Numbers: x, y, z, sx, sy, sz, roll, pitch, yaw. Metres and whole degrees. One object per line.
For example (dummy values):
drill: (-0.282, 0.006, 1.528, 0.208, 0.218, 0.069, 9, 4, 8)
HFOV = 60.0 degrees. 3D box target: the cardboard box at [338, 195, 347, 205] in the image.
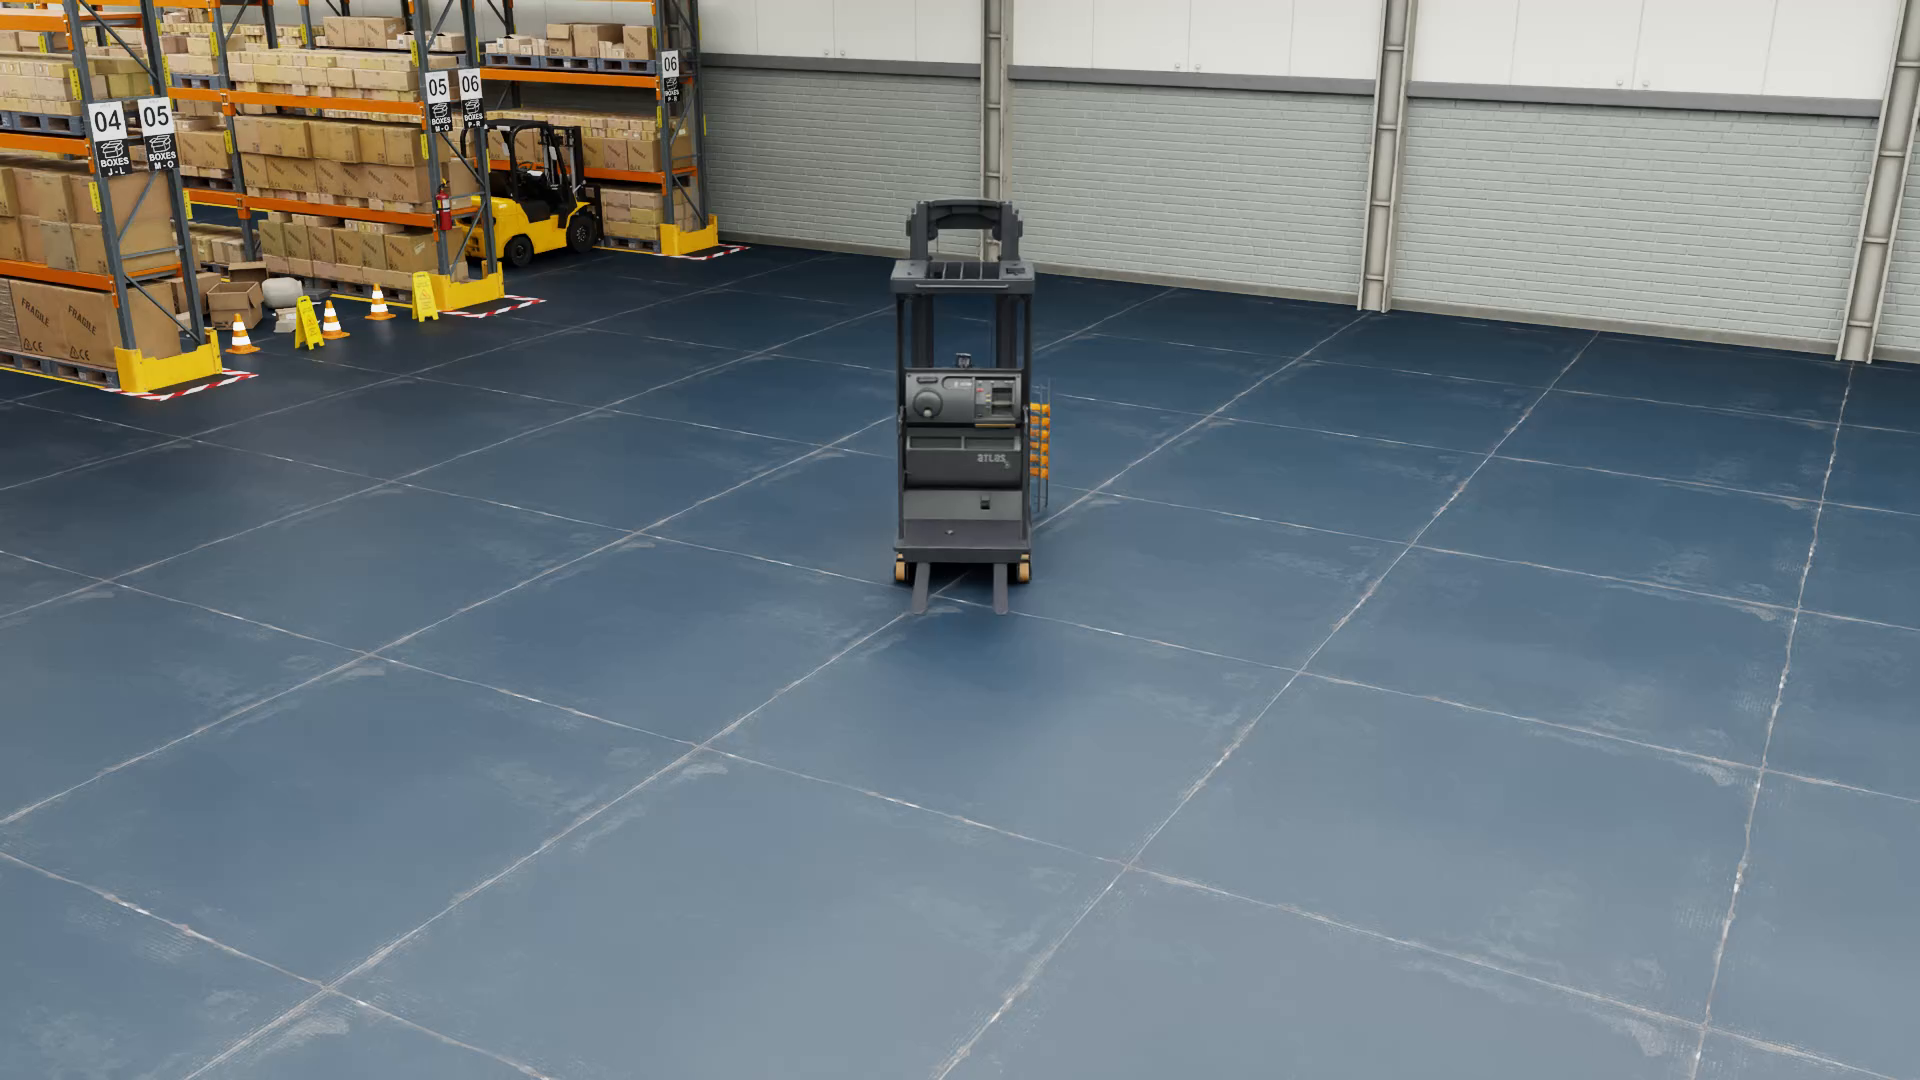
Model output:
cardboard box: (-8.689, -4.915, 23.883, 0.250, 0.149, 0.380, 11, 23, 27)

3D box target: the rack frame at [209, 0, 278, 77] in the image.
rack frame: (-10.425, -8.260, 23.938, 0.127, 3.000, 1.000, 11, 23, 27)

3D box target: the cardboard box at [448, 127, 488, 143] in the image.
cardboard box: (-8.561, -7.088, 28.992, 0.500, 0.250, 0.500, 10, 22, 26)

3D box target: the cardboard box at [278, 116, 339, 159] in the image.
cardboard box: (-9.286, -5.775, 23.839, 0.500, 0.500, 0.700, 10, 22, 26)

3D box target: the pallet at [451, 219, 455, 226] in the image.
pallet: (-8.670, -5.718, 29.818, 1.213, 0.211, 1.003, 11, 23, 27)

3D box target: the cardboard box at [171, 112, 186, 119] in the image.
cardboard box: (-12.351, -6.606, 26.027, 0.250, 0.149, 0.380, 10, 22, 25)

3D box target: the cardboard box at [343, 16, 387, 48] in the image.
cardboard box: (-10.497, -9.037, 29.572, 0.500, 0.500, 0.700, 10, 22, 26)

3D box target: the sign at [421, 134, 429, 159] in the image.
sign: (-7.221, -5.305, 22.430, 0.005, 0.325, 0.100, 11, 23, 27)

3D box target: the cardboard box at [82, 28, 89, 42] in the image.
cardboard box: (-17.335, -10.070, 33.113, 0.500, 0.250, 0.500, 10, 22, 26)

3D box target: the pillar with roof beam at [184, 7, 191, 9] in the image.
pillar with roof beam: (-17.260, -10.171, 29.207, 0.400, 9.000, 9.100, 11, 23, 27)

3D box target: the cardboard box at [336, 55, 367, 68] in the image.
cardboard box: (-8.432, -6.652, 23.105, 0.250, 0.149, 0.380, 10, 22, 26)

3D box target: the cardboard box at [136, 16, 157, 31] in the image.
cardboard box: (-15.550, -9.975, 32.116, 0.500, 0.250, 0.500, 11, 23, 27)

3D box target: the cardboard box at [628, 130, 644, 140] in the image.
cardboard box: (-5.193, -6.612, 27.097, 0.250, 0.149, 0.380, 11, 23, 28)

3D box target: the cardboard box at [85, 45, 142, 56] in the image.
cardboard box: (-13.095, -7.401, 25.824, 0.500, 0.500, 0.700, 11, 23, 27)

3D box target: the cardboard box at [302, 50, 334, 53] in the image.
cardboard box: (-9.304, -7.024, 24.130, 0.250, 0.149, 0.380, 12, 23, 29)

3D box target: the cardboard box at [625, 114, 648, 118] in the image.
cardboard box: (-5.363, -7.002, 27.737, 0.250, 0.149, 0.380, 11, 23, 28)

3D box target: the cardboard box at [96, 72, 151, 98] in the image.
cardboard box: (-9.555, -5.164, 18.825, 0.500, 0.250, 0.500, 11, 23, 27)

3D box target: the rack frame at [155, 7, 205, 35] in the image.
rack frame: (-14.992, -11.068, 31.681, 0.127, 3.000, 1.000, 11, 23, 27)

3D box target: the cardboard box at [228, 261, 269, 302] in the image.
cardboard box: (-10.153, -3.682, 23.779, 0.500, 0.500, 0.500, -7, 21, -20)

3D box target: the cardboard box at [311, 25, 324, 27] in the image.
cardboard box: (-11.894, -9.444, 30.802, 0.250, 0.149, 0.380, 11, 23, 28)

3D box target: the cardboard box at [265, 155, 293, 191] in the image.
cardboard box: (-9.727, -5.393, 24.252, 0.500, 0.500, 0.500, 11, 23, 27)

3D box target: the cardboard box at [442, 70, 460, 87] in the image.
cardboard box: (-7.242, -6.416, 23.040, 0.500, 0.250, 0.500, 10, 22, 26)

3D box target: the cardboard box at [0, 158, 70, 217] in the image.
cardboard box: (-11.038, -4.182, 19.692, 0.500, 0.550, 0.875, 11, 23, 27)

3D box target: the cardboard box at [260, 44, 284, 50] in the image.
cardboard box: (-12.505, -9.019, 30.650, 0.500, 0.250, 0.500, 11, 23, 27)

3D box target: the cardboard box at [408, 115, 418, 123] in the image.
cardboard box: (-9.544, -7.464, 29.445, 0.250, 0.149, 0.380, 11, 23, 28)

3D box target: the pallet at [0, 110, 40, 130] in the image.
pallet: (-10.981, -4.975, 19.412, 1.213, 0.211, 1.003, 11, 23, 27)

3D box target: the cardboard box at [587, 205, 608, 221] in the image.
cardboard box: (-5.987, -5.546, 27.940, 0.500, 0.250, 0.500, 10, 22, 26)

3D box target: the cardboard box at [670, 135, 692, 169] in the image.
cardboard box: (-4.813, -6.464, 27.641, 0.500, 0.500, 0.500, 12, 23, 29)

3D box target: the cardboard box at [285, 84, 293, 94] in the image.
cardboard box: (-9.374, -6.437, 23.681, 0.250, 0.149, 0.380, 10, 22, 26)

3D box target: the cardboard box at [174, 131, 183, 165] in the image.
cardboard box: (-11.821, -6.002, 25.313, 0.500, 0.500, 0.500, 12, 23, 29)

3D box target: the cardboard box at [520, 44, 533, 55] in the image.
cardboard box: (-7.093, -8.161, 27.672, 0.250, 0.149, 0.380, 12, 23, 29)

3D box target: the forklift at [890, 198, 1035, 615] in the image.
forklift: (0.026, -1.140, 13.210, 1.130, 2.935, 3.031, 0, 20, 1)

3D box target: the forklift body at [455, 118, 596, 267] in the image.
forklift body: (-7.061, -5.626, 26.720, 1.214, 2.155, 2.313, 11, 23, 27)

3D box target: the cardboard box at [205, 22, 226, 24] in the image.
cardboard box: (-14.215, -9.834, 31.848, 0.250, 0.149, 0.380, 10, 22, 26)

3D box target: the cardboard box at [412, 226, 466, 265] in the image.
cardboard box: (-7.523, -4.252, 24.004, 0.500, 0.500, 0.500, 10, 22, 26)

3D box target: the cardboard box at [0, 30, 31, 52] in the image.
cardboard box: (-14.874, -7.867, 26.493, 0.500, 0.500, 0.700, 10, 22, 25)

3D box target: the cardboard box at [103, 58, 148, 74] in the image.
cardboard box: (-9.395, -5.345, 18.740, 0.250, 0.149, 0.380, 11, 23, 28)

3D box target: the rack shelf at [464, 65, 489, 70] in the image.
rack shelf: (-9.754, -8.322, 29.565, 4.000, 0.370, 1.077, 11, 23, 27)

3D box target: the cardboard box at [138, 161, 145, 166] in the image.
cardboard box: (-12.533, -5.854, 25.857, 0.250, 0.149, 0.380, 12, 23, 29)

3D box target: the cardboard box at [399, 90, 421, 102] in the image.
cardboard box: (-7.381, -6.042, 22.593, 0.250, 0.149, 0.380, 11, 23, 28)

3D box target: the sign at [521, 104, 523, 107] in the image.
sign: (-7.738, -7.527, 29.332, 0.005, 0.325, 0.100, 11, 23, 27)

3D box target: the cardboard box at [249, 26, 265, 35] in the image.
cardboard box: (-12.856, -9.393, 30.662, 0.250, 0.149, 0.380, 10, 22, 26)

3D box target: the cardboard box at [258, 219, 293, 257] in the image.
cardboard box: (-10.042, -4.518, 24.739, 0.500, 0.500, 0.500, 12, 23, 30)

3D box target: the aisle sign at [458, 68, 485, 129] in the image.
aisle sign: (-6.728, -6.078, 22.910, 0.004, 0.787, 0.394, 11, 23, 27)

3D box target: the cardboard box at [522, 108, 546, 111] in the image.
cardboard box: (-7.383, -7.392, 28.811, 0.250, 0.149, 0.380, 10, 22, 26)

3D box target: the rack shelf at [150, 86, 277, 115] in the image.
rack shelf: (-12.171, -6.844, 25.489, 4.000, 0.370, 1.077, 11, 23, 27)

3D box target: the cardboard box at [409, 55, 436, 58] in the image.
cardboard box: (-7.372, -6.598, 22.956, 0.250, 0.149, 0.380, 11, 23, 27)

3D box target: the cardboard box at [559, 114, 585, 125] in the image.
cardboard box: (-6.484, -7.041, 27.843, 0.250, 0.149, 0.380, 11, 23, 28)

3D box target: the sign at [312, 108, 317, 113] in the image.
sign: (-11.756, -7.927, 30.237, 0.005, 0.325, 0.100, 11, 23, 27)

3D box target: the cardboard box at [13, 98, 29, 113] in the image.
cardboard box: (-10.379, -4.901, 18.685, 0.250, 0.149, 0.380, 11, 23, 28)

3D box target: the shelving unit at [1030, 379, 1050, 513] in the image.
shelving unit: (0.654, -0.856, 14.966, 0.258, 1.200, 0.189, 9, 22, 24)

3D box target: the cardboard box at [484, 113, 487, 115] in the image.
cardboard box: (-8.418, -7.452, 29.412, 0.250, 0.149, 0.380, 10, 22, 26)

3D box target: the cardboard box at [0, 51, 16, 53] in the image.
cardboard box: (-11.391, -5.726, 19.789, 0.250, 0.149, 0.380, 11, 23, 27)

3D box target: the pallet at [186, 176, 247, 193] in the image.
pallet: (-11.021, -5.520, 25.464, 1.213, 0.211, 1.003, 11, 23, 27)
